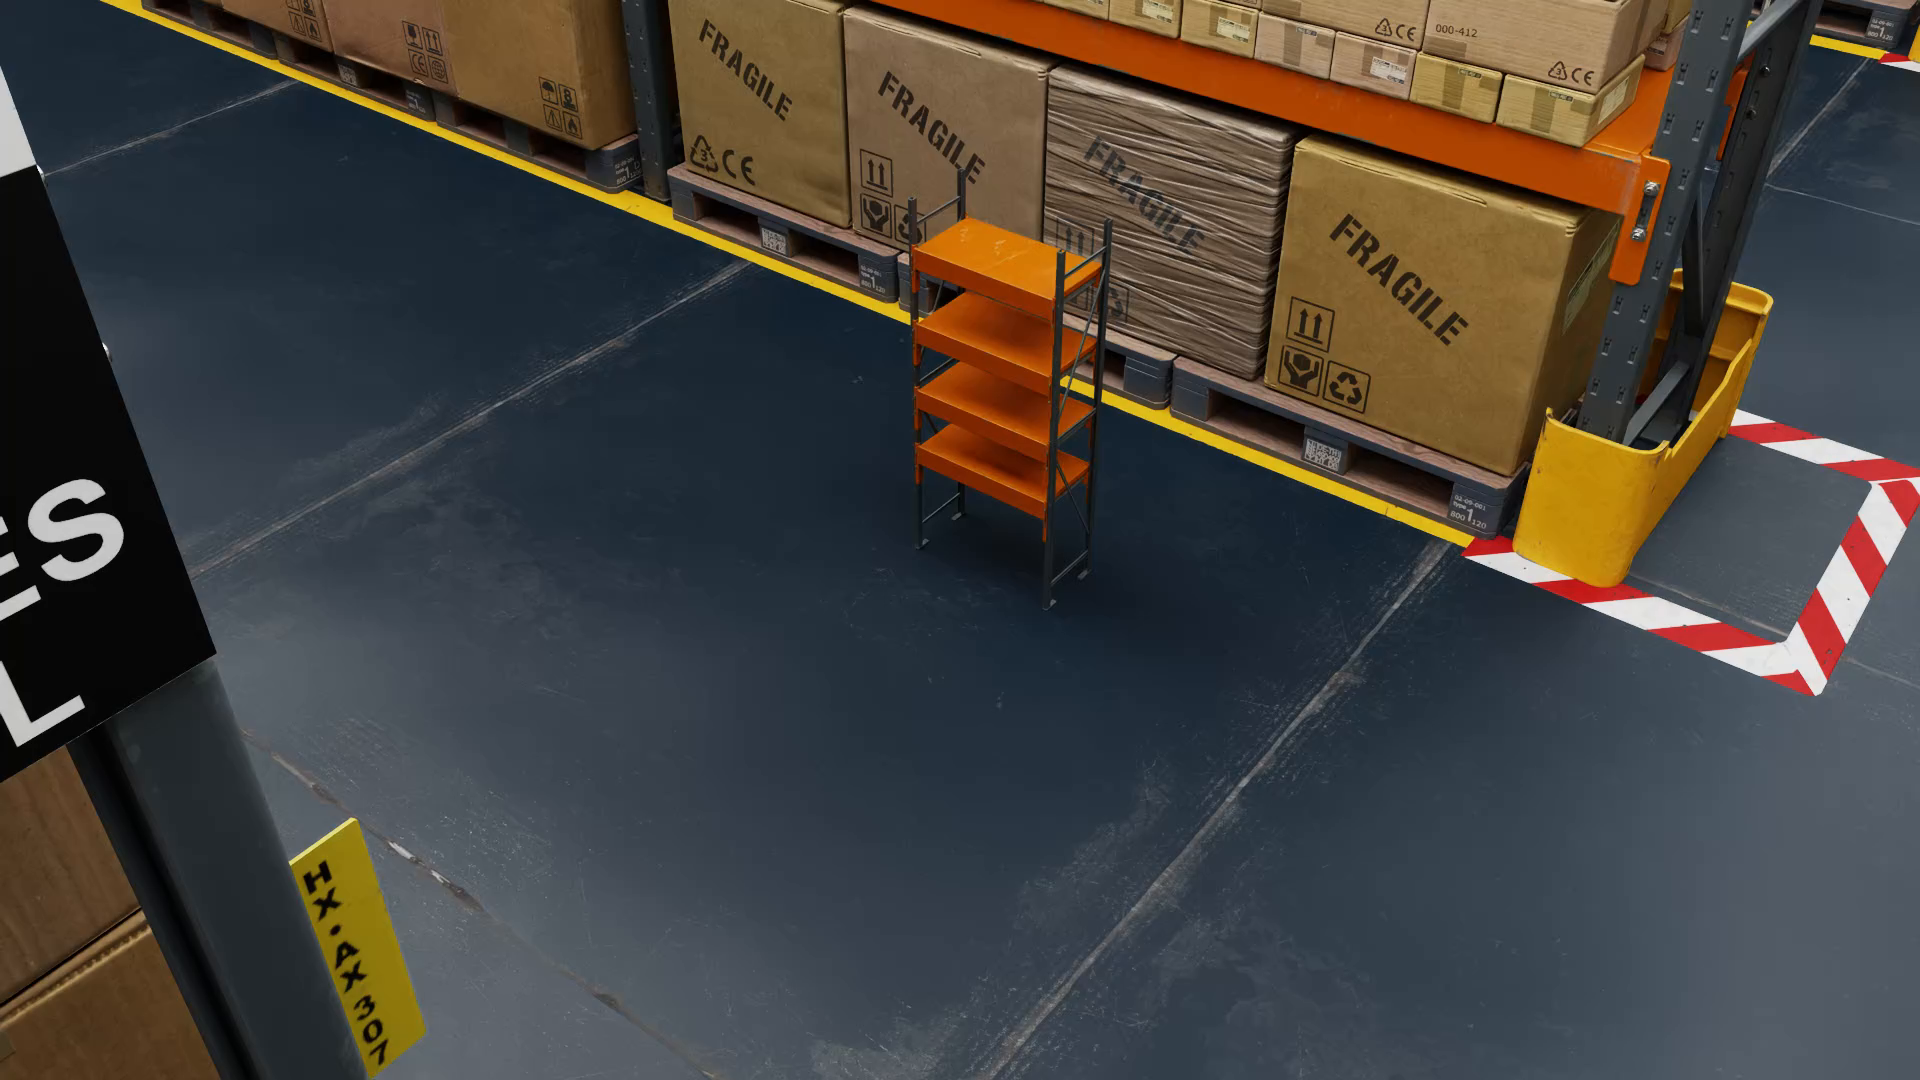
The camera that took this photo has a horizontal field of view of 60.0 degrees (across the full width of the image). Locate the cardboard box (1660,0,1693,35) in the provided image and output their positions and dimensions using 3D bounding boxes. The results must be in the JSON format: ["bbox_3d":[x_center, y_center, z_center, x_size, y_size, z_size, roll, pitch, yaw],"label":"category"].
[{"bbox_3d":[1.962,-1.748,4.929,0.500,0.250,0.500,24,44,27],"label":"cardboard box"}]

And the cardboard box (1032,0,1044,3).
[{"bbox_3d":[0.274,-1.920,5.473,0.250,0.149,0.380,24,44,27],"label":"cardboard box"}]

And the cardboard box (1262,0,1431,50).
[{"bbox_3d":[1.230,-1.677,4.840,0.500,0.250,0.500,24,44,28],"label":"cardboard box"}]

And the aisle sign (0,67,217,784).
[{"bbox_3d":[-0.674,-0.130,0.874,0.004,0.787,0.394,25,45,29],"label":"aisle sign"}]

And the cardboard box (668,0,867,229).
[{"bbox_3d":[-0.523,-1.918,6.649,0.875,0.875,0.875,25,45,29],"label":"cardboard box"}]

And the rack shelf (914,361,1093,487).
[{"bbox_3d":[0.131,-0.357,4.842,0.480,0.148,0.258,25,45,29],"label":"rack shelf"}]

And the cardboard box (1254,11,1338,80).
[{"bbox_3d":[1.091,-1.536,4.983,0.250,0.149,0.380,26,45,29],"label":"cardboard box"}]

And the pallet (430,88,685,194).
[{"bbox_3d":[-1.657,-2.030,7.671,1.213,0.211,1.003,25,45,29],"label":"pallet"}]

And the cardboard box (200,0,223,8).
[{"bbox_3d":[-3.640,-3.434,8.585,0.875,0.875,1.225,23,44,27],"label":"cardboard box"}]

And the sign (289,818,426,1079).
[{"bbox_3d":[-0.585,0.407,1.595,0.005,0.325,0.100,25,45,29],"label":"sign"}]

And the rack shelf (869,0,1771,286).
[{"bbox_3d":[0.590,-1.843,5.755,4.000,0.370,1.077,25,45,29],"label":"rack shelf"}]

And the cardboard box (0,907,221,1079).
[{"bbox_3d":[-1.103,0.553,1.787,0.500,0.500,0.500,27,46,31],"label":"cardboard box"}]

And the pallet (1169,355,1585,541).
[{"bbox_3d":[1.496,-0.541,5.769,1.213,0.211,1.003,25,45,29],"label":"pallet"}]

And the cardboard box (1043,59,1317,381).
[{"bbox_3d":[0.899,-1.248,5.793,0.875,0.875,0.875,25,45,29],"label":"cardboard box"}]

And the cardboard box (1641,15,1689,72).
[{"bbox_3d":[2.097,-1.573,5.030,0.250,0.149,0.380,26,45,29],"label":"cardboard box"}]

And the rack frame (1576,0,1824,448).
[{"bbox_3d":[2.179,-1.377,4.576,0.127,3.000,1.000,25,45,29],"label":"rack frame"}]

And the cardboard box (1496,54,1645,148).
[{"bbox_3d":[1.696,-1.251,4.618,0.250,0.149,0.380,26,45,29],"label":"cardboard box"}]

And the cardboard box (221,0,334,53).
[{"bbox_3d":[-2.937,-3.096,8.154,0.875,0.875,1.225,25,45,29],"label":"cardboard box"}]

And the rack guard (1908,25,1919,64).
[{"bbox_3d":[5.215,-2.816,8.441,0.348,0.500,1.175,25,45,29],"label":"rack guard"}]

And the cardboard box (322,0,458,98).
[{"bbox_3d":[-2.229,-2.768,7.736,0.875,0.875,1.225,24,44,27],"label":"cardboard box"}]

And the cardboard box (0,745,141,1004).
[{"bbox_3d":[-1.110,0.165,1.473,0.500,0.500,0.500,25,44,28],"label":"cardboard box"}]

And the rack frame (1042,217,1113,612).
[{"bbox_3d":[0.325,-0.319,4.684,0.015,1.200,0.240,25,45,29],"label":"rack frame"}]

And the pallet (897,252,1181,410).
[{"bbox_3d":[0.531,-0.998,6.353,1.213,0.211,1.003,25,45,29],"label":"pallet"}]

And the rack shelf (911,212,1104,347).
[{"bbox_3d":[0.131,-0.720,4.559,0.480,0.148,0.258,25,45,29],"label":"rack shelf"}]

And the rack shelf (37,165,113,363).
[{"bbox_3d":[-2.503,-0.634,1.776,4.000,0.370,1.077,25,45,29],"label":"rack shelf"}]

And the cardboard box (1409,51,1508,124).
[{"bbox_3d":[1.488,-1.347,4.741,0.250,0.149,0.380,26,45,29],"label":"cardboard box"}]

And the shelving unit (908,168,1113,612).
[{"bbox_3d":[0.131,-0.410,4.801,0.503,1.200,0.258,25,45,29],"label":"shelving unit"}]

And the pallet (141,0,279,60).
[{"bbox_3d":[-3.595,-2.944,8.838,1.213,0.211,1.003,25,45,29],"label":"pallet"}]

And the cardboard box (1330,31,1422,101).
[{"bbox_3d":[1.289,-1.442,4.863,0.250,0.149,0.380,25,45,29],"label":"cardboard box"}]

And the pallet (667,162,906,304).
[{"bbox_3d":[-0.442,-1.454,6.937,1.213,0.211,1.003,25,45,29],"label":"pallet"}]

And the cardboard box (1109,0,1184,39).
[{"bbox_3d":[0.677,-1.729,5.229,0.250,0.149,0.380,25,45,29],"label":"cardboard box"}]

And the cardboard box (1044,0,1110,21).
[{"bbox_3d":[0.482,-1.823,5.349,0.250,0.149,0.380,26,45,29],"label":"cardboard box"}]

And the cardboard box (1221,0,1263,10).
[{"bbox_3d":[0.826,-1.868,5.083,0.500,0.250,0.500,24,44,27],"label":"cardboard box"}]

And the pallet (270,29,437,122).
[{"bbox_3d":[-2.630,-2.486,8.254,1.213,0.211,1.003,25,45,29],"label":"pallet"}]

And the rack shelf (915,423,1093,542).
[{"bbox_3d":[0.131,-0.201,4.965,0.480,0.148,0.258,25,45,29],"label":"rack shelf"}]

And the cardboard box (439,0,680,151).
[{"bbox_3d":[-1.519,-2.434,7.309,0.875,0.875,1.225,25,45,29],"label":"cardboard box"}]

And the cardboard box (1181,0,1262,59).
[{"bbox_3d":[0.884,-1.633,5.106,0.250,0.149,0.380,24,44,28],"label":"cardboard box"}]

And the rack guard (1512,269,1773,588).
[{"bbox_3d":[2.198,-0.384,5.335,0.348,0.500,1.175,25,45,29],"label":"rack guard"}]

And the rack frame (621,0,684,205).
[{"bbox_3d":[-0.998,-2.876,6.490,0.127,3.000,1.000,25,45,29],"label":"rack frame"}]

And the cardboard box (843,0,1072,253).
[{"bbox_3d":[0.192,-1.581,6.219,0.875,0.875,0.875,25,45,29],"label":"cardboard box"}]

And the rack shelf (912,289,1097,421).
[{"bbox_3d":[0.131,-0.534,4.705,0.480,0.148,0.258,25,45,29],"label":"rack shelf"}]

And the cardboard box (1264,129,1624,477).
[{"bbox_3d":[1.622,-0.907,5.358,0.875,0.875,0.875,25,45,29],"label":"cardboard box"}]

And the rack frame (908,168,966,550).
[{"bbox_3d":[-0.062,-0.502,4.918,0.015,1.200,0.240,25,45,29],"label":"rack frame"}]

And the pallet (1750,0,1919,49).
[{"bbox_3d":[4.556,-3.033,8.952,1.213,0.211,1.003,25,45,29],"label":"pallet"}]

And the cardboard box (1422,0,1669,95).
[{"bbox_3d":[1.633,-1.487,4.597,0.500,0.250,0.500,25,44,28],"label":"cardboard box"}]
